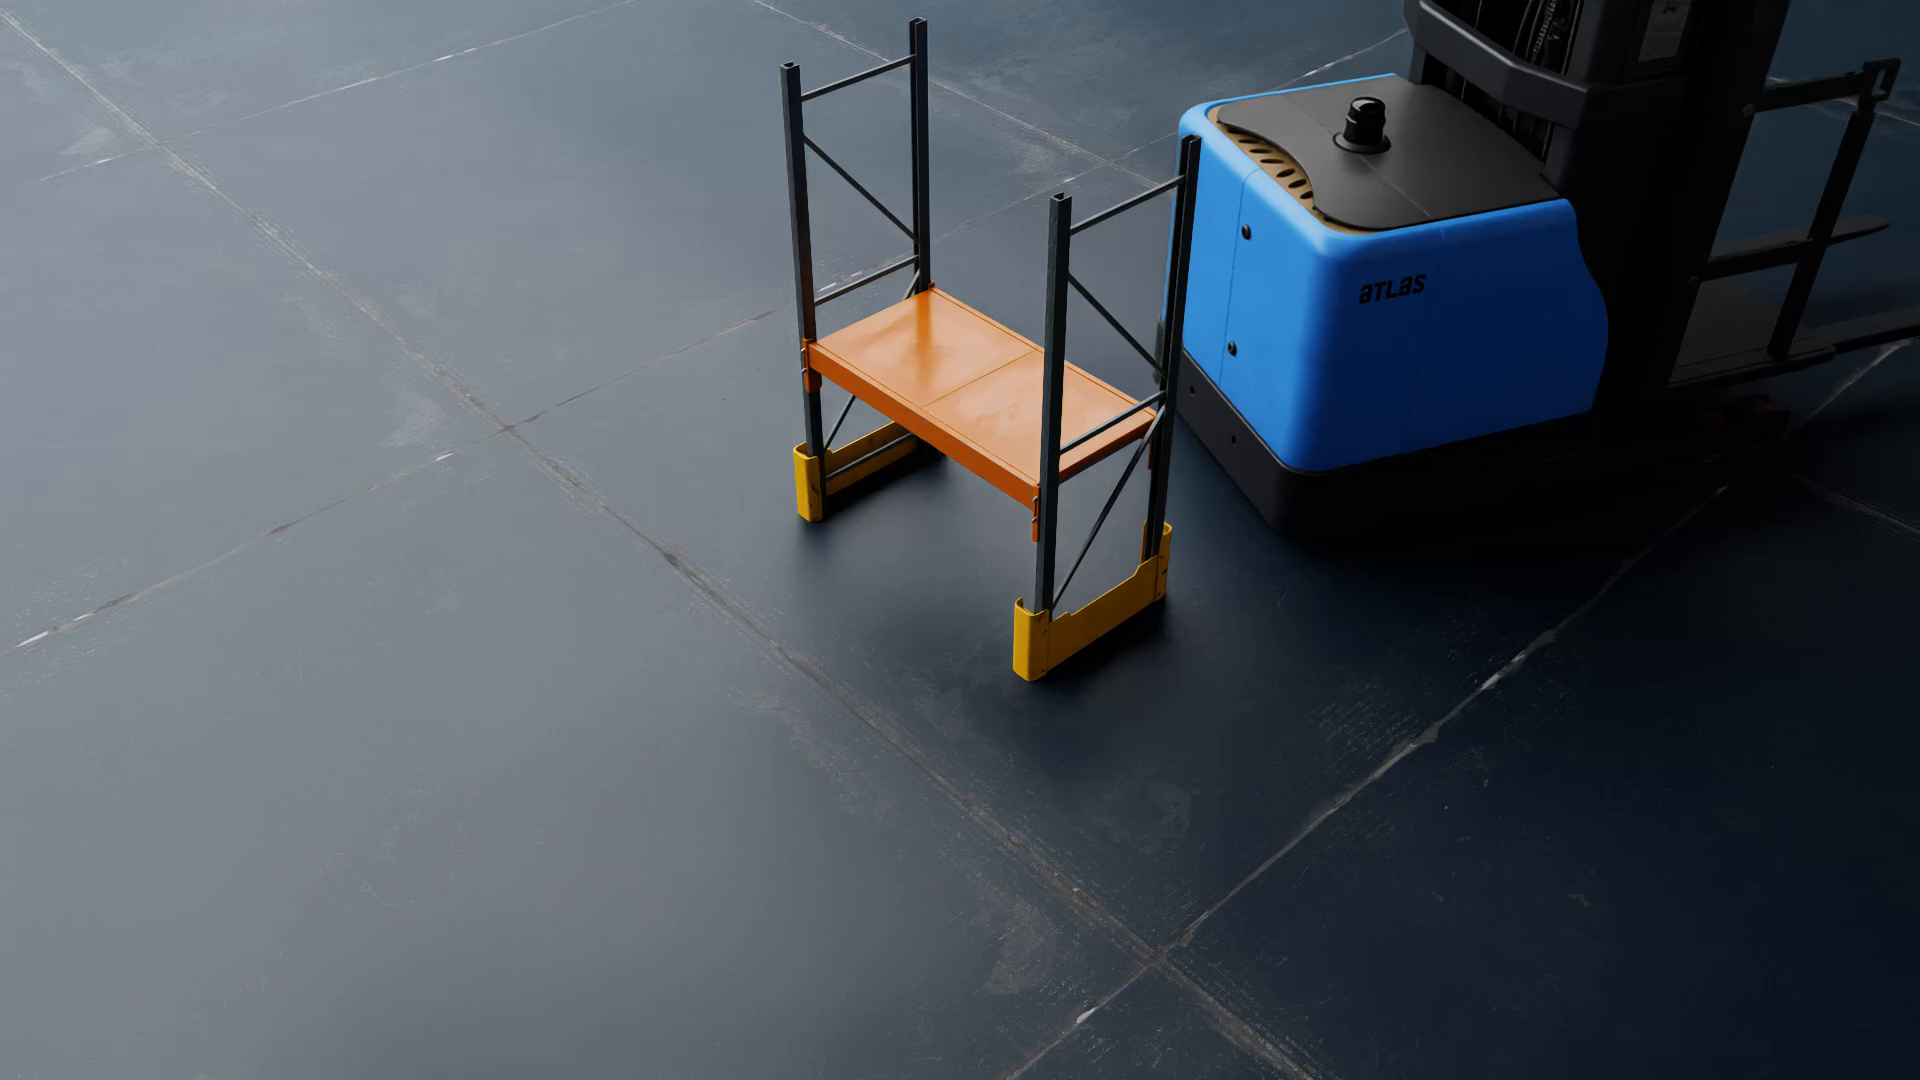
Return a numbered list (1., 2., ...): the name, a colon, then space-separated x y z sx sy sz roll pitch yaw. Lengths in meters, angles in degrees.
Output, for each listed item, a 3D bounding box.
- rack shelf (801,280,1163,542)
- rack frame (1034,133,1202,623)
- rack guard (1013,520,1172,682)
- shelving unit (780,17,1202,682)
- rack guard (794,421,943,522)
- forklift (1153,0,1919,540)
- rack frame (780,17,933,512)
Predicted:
1. rack shelf: 0.058 -0.404 4.843 0.538 0.185 1.000 -30 48 -32
2. rack frame: 0.402 -0.309 4.439 0.500 1.500 0.032 -30 48 -32
3. rack guard: 0.388 0.169 4.842 0.587 0.250 0.087 -30 48 -32
4. shelving unit: 0.052 -0.548 4.735 0.587 1.500 1.083 -30 48 -32
5. rack guard: -0.285 -0.292 5.413 0.587 0.250 0.087 -30 48 -32
6. forklift: 2.251 -1.703 5.026 3.031 2.935 1.130 -13 41 -15
7. rack frame: -0.286 -0.779 5.021 0.500 1.500 0.032 -30 48 -32
